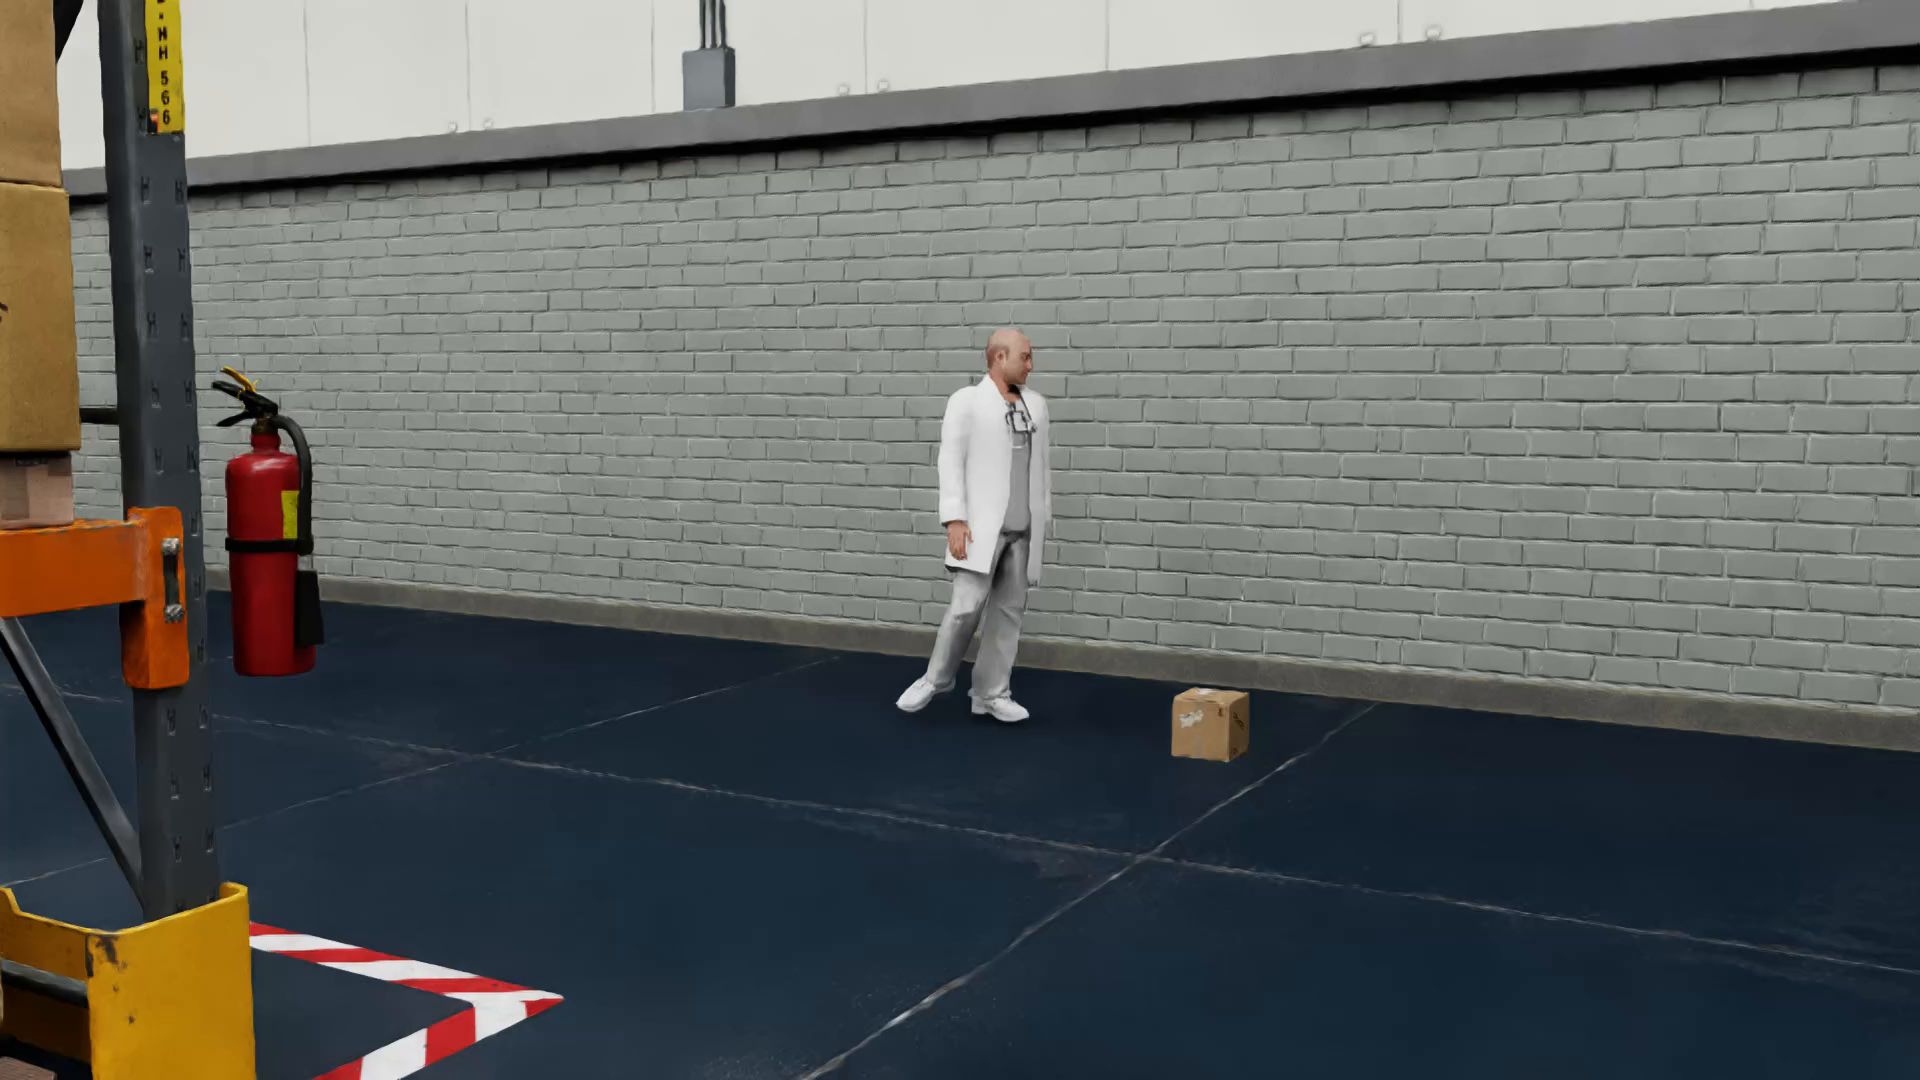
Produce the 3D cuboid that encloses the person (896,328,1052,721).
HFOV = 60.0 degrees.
[{"bbox_3d":[0.106,-0.065,7.517,0.768,1.771,0.514,-3,7,-30],"label":"person"}]
